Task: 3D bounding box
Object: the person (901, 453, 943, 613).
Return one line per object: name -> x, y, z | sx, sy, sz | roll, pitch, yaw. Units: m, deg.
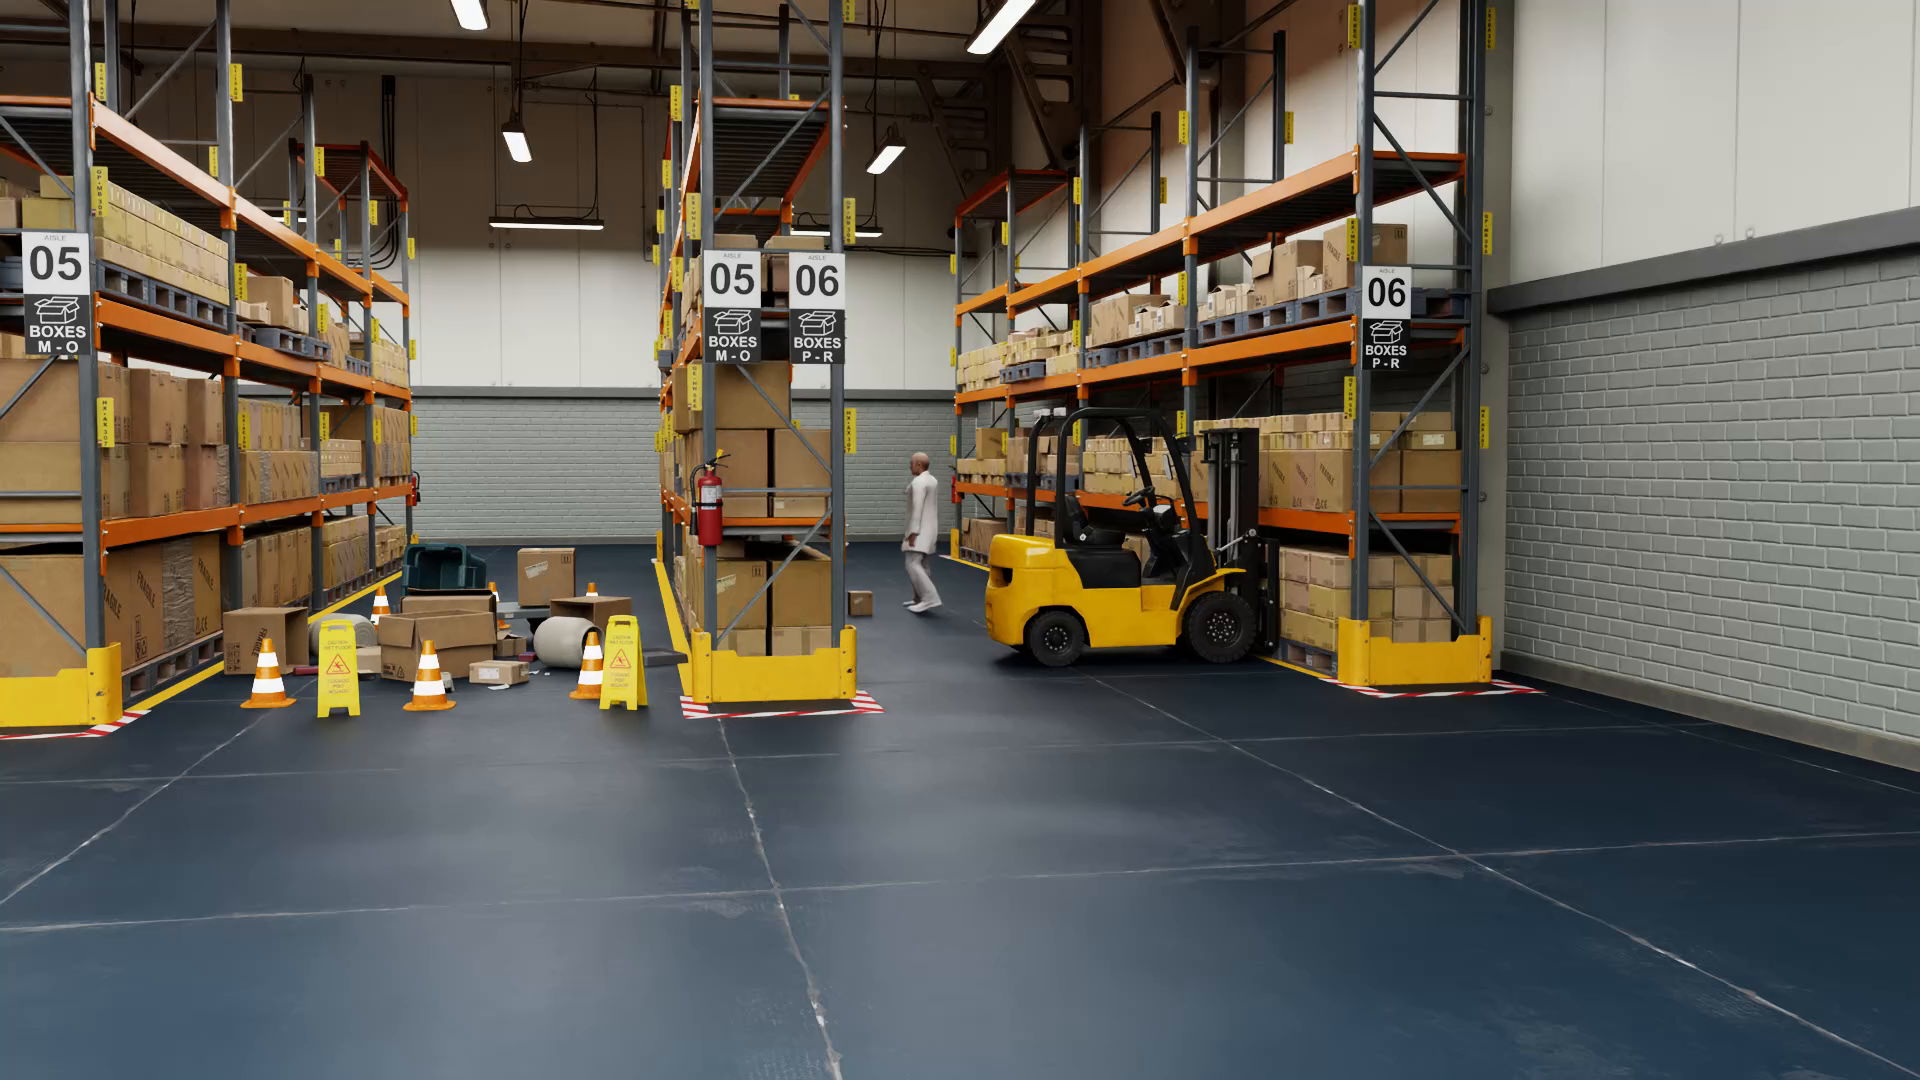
person -> -0.430, -0.080, 18.408 | 0.660, 1.775, 0.691 | 1, 3, 21
